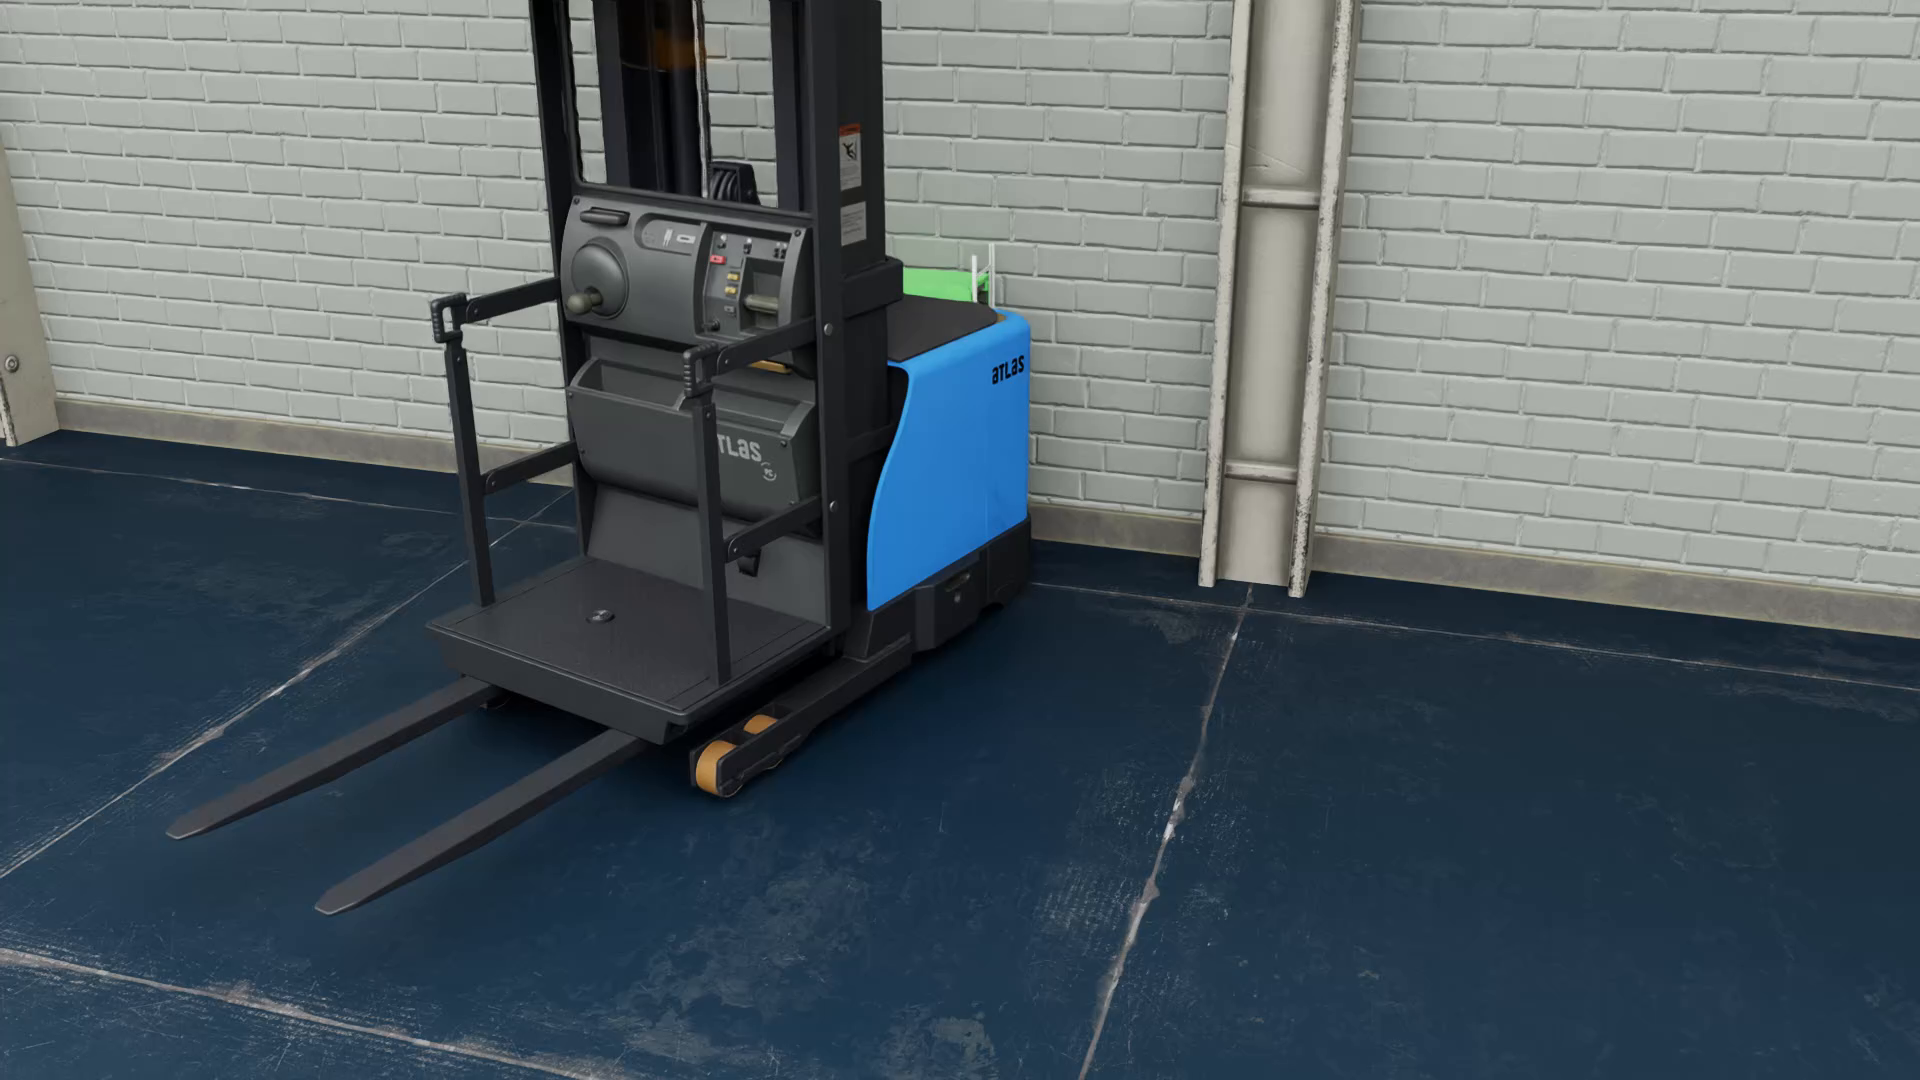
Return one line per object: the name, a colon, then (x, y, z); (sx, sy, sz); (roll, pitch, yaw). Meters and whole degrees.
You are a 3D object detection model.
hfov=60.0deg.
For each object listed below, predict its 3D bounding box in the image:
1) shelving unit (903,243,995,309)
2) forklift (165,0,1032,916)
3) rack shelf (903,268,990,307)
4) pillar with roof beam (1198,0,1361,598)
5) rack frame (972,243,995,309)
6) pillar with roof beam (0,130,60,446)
shelving unit: (-0.139, -0.564, 6.551); (0.503, 1.200, 0.258); (7, 23, 17)
forklift: (-0.963, -0.799, 4.857); (1.130, 2.935, 3.031); (14, 26, 31)
rack shelf: (-0.142, -0.950, 6.395); (0.480, 0.148, 0.258); (7, 23, 17)
pillar with roof beam: (-0.101, -2.460, 0.910); (0.400, 9.000, 9.100); (7, 23, 16)
rack frame: (0.093, -0.537, 6.480); (0.015, 1.200, 0.240); (7, 23, 17)
pillar with roof beam: (-5.845, -3.118, 2.513); (0.400, 9.000, 9.100); (7, 23, 16)
